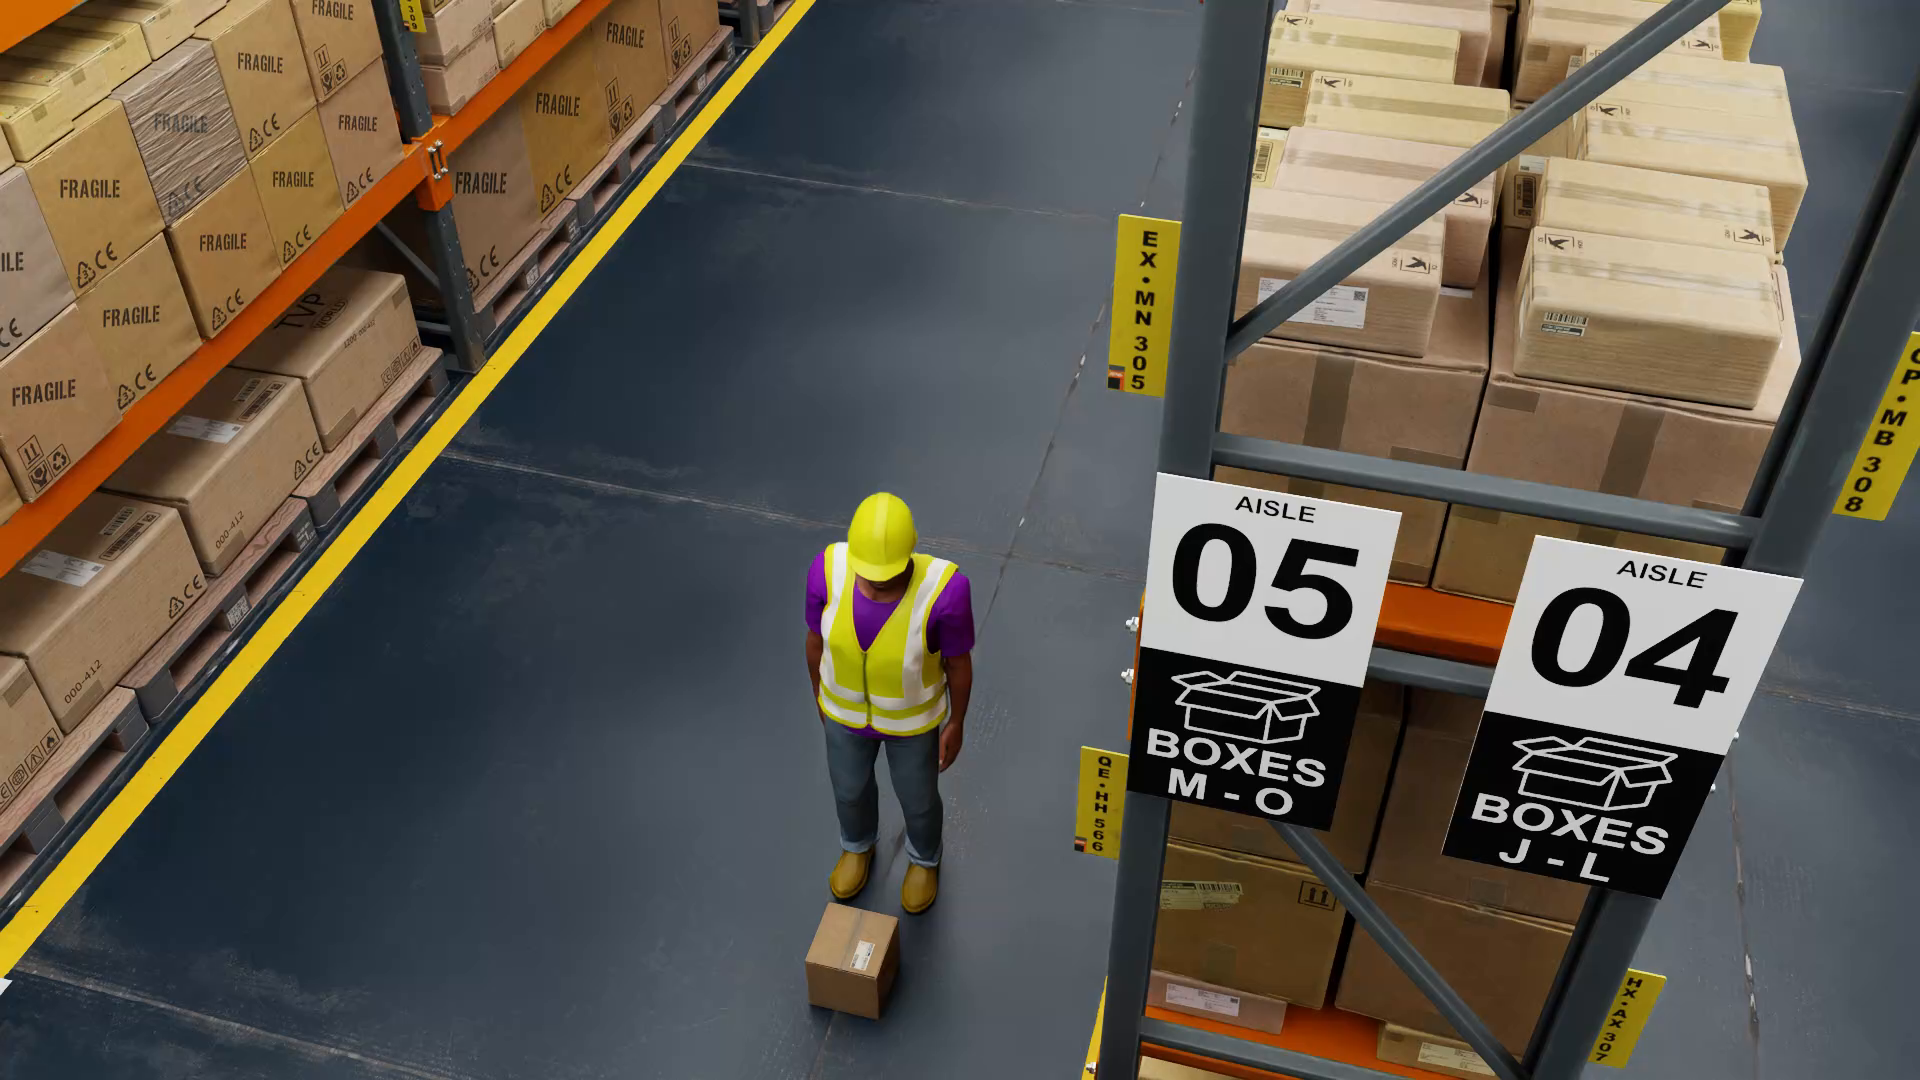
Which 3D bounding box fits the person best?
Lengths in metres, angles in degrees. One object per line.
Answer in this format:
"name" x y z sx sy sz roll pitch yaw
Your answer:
"person" -0.237 0.549 5.505 0.566 1.762 0.366 10 42 11
